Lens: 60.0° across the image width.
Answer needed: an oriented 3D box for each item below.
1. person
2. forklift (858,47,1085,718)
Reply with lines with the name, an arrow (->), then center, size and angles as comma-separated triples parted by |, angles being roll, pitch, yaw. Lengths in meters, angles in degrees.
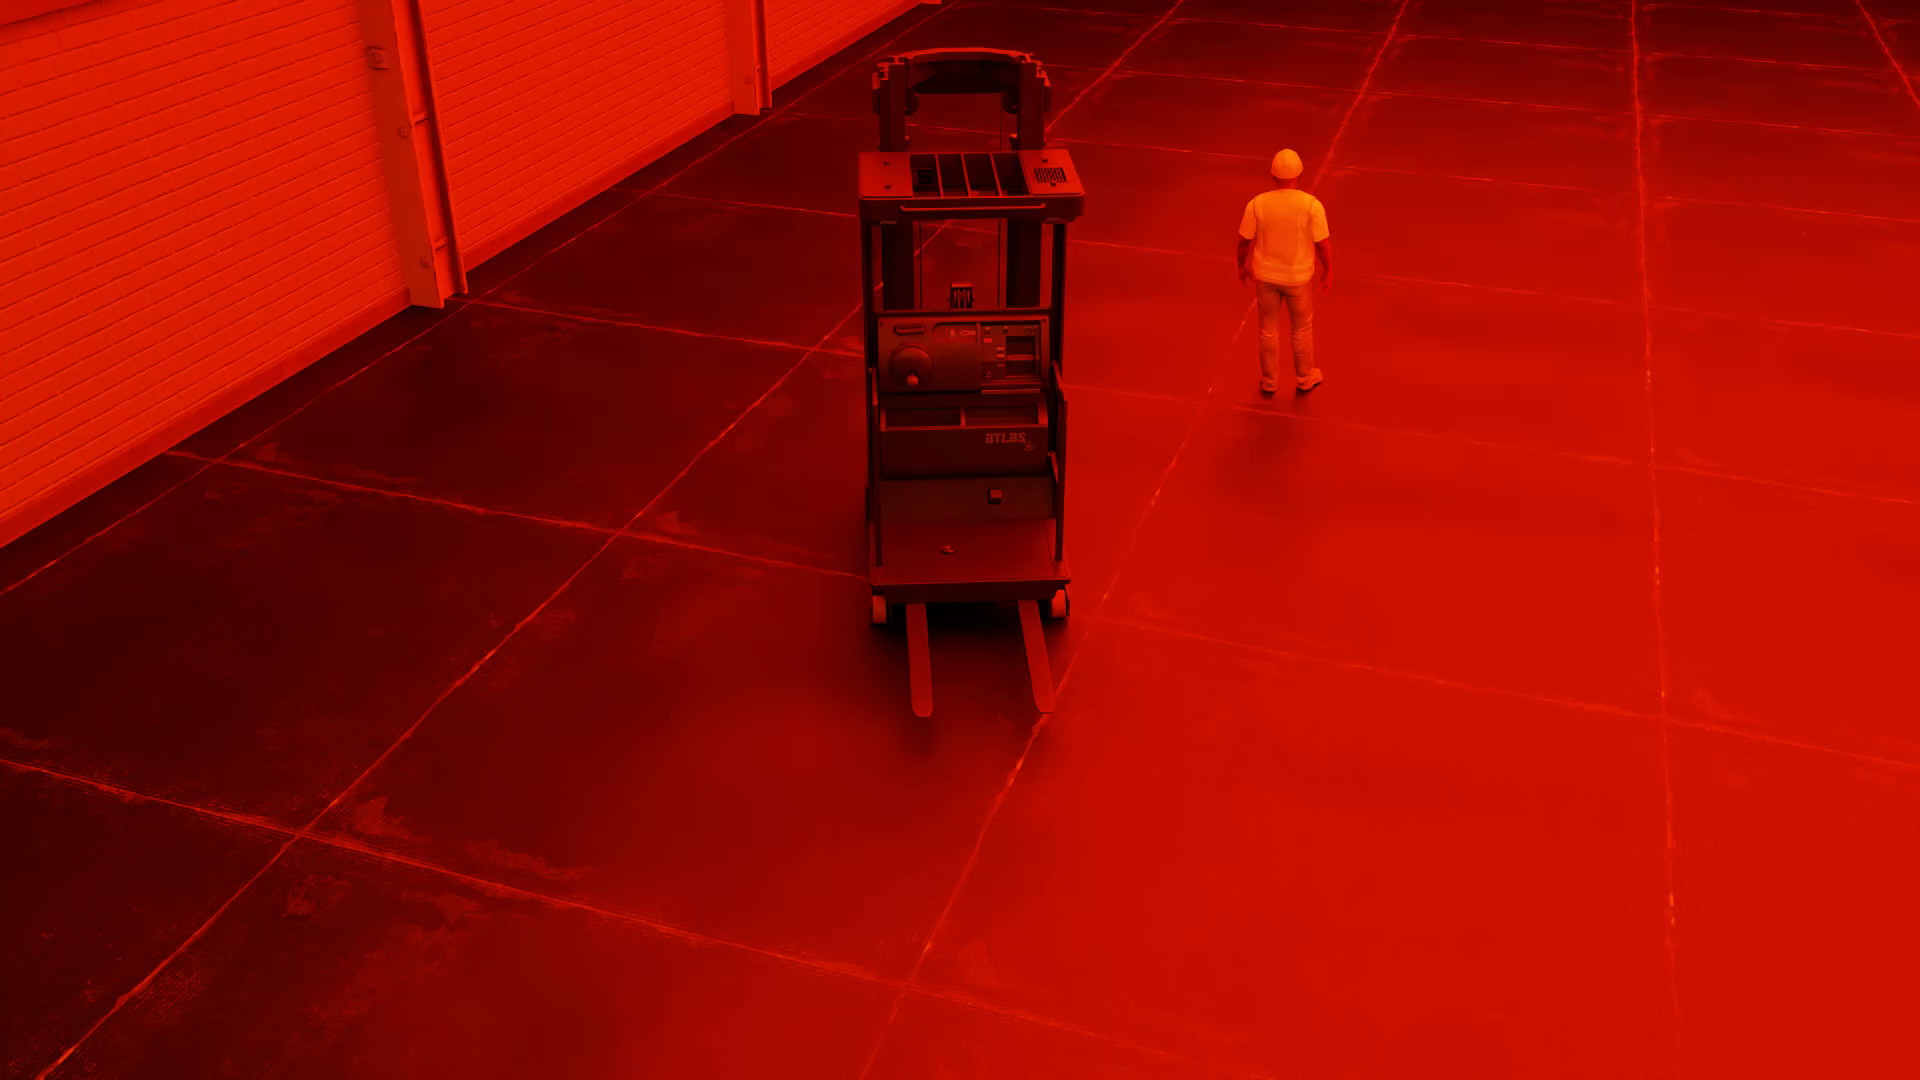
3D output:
person -> 2.271, -1.884, 11.604 | 0.666, 1.766, 0.577 | 10, 31, 17
forklift -> 0.035, -0.972, 8.842 | 1.130, 2.935, 3.031 | -2, 30, -3
